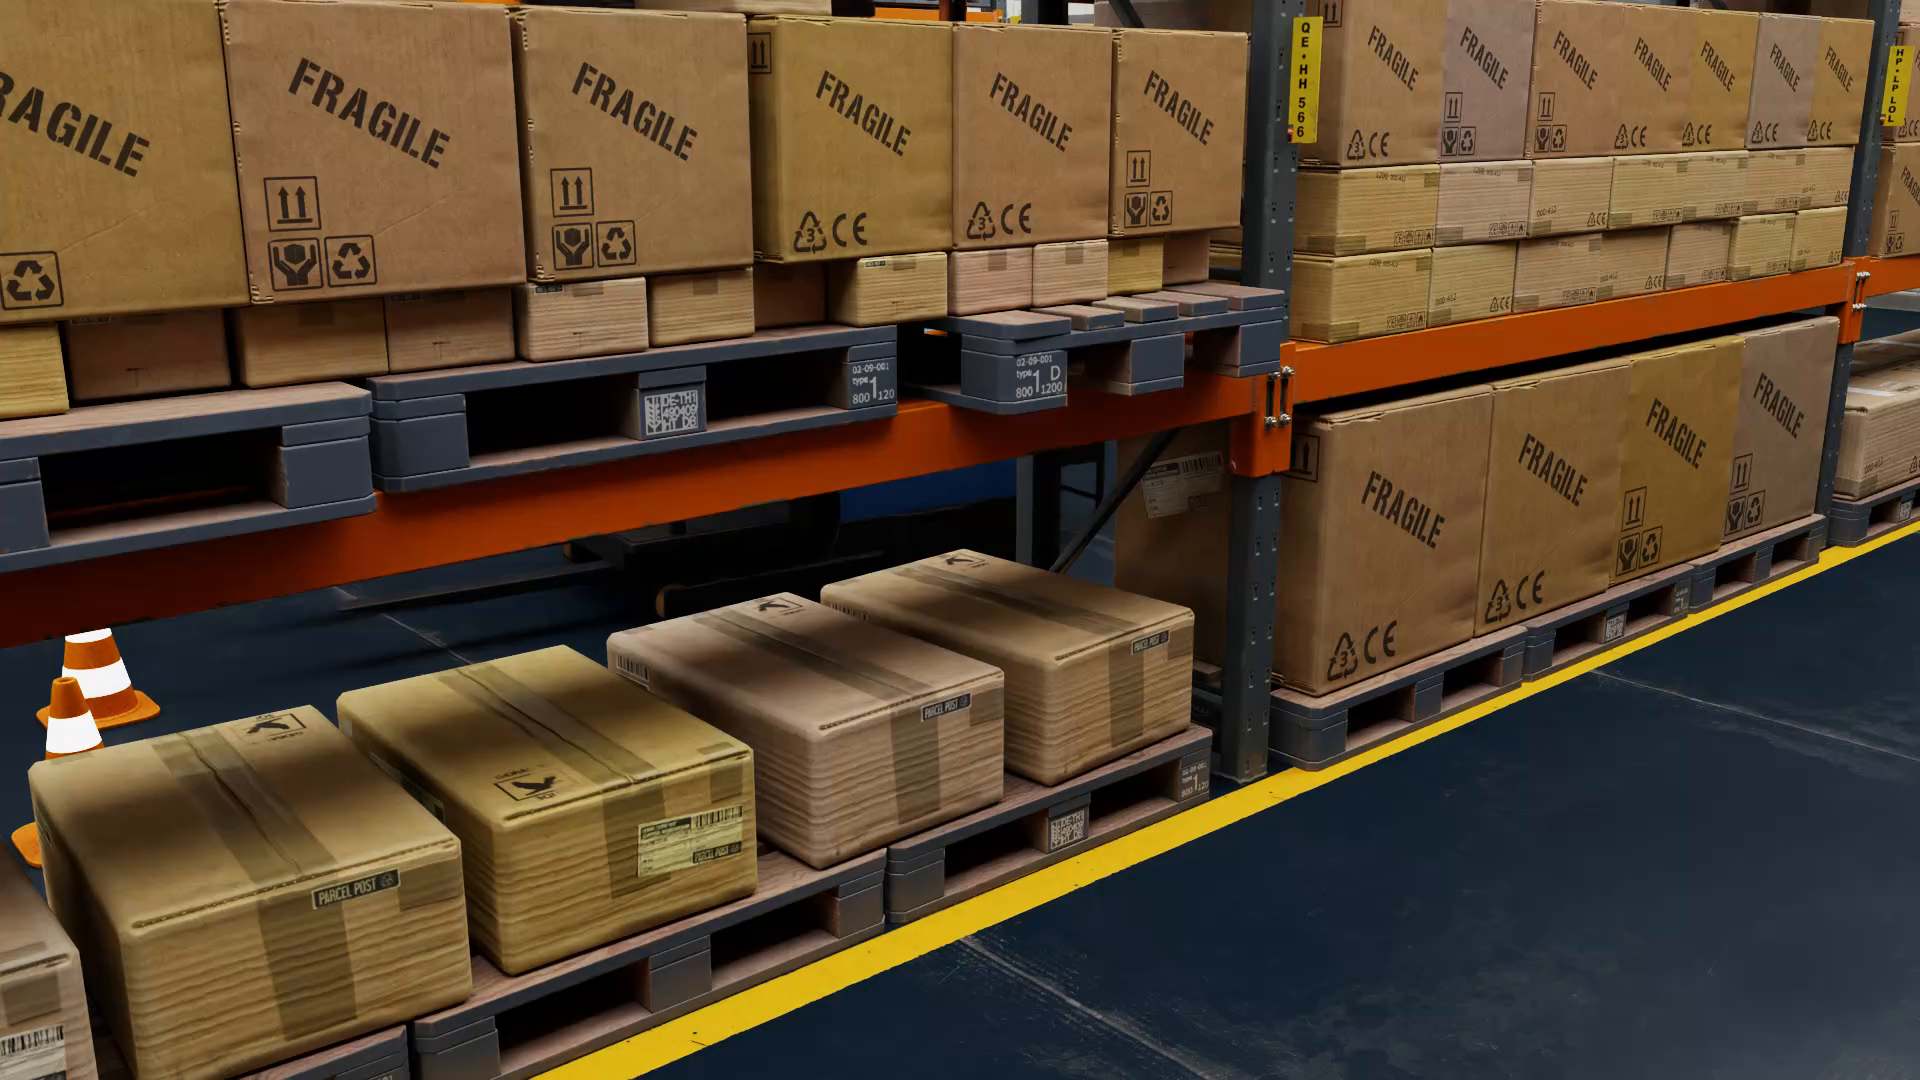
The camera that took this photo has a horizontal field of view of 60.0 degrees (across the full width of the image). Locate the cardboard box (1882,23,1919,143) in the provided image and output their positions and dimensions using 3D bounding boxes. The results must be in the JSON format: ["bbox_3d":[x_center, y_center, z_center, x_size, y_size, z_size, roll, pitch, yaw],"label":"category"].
[{"bbox_3d":[4.095,-2.058,7.511,0.500,0.500,0.500,-12,19,-39],"label":"cardboard box"}]

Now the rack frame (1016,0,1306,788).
[{"bbox_3d":[0.559,-0.816,4.991,0.127,3.000,1.000,-13,19,-39],"label":"rack frame"}]

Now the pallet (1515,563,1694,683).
[{"bbox_3d":[2.123,0.207,6.566,1.213,0.211,1.003,-13,19,-39],"label":"pallet"}]

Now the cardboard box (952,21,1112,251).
[{"bbox_3d":[0.016,-0.990,4.059,0.500,0.500,0.500,-13,20,-40],"label":"cardboard box"}]

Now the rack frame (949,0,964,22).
[{"bbox_3d":[0.251,-2.440,11.071,0.127,3.000,1.000,-13,19,-39],"label":"rack frame"}]

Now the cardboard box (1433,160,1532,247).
[{"bbox_3d":[1.494,-1.110,5.414,0.500,0.250,0.500,-12,19,-38],"label":"cardboard box"}]

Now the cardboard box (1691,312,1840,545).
[{"bbox_3d":[3.162,-0.549,7.296,0.875,0.875,0.875,-12,19,-38],"label":"cardboard box"}]

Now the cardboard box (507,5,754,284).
[{"bbox_3d":[-0.776,-0.812,3.392,0.500,0.500,0.500,-14,20,-42],"label":"cardboard box"}]

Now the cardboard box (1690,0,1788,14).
[{"bbox_3d":[3.600,-2.452,7.729,0.250,0.149,0.380,-13,20,-40],"label":"cardboard box"}]

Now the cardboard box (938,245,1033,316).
[{"bbox_3d":[-0.044,-0.644,4.021,0.250,0.149,0.380,-14,20,-42],"label":"cardboard box"}]

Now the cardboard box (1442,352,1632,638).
[{"bbox_3d":[1.810,-0.243,6.151,0.875,0.875,0.875,-12,19,-39],"label":"cardboard box"}]

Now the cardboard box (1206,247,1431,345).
[{"bbox_3d":[1.094,-0.777,5.137,0.500,0.250,0.500,-13,20,-40],"label":"cardboard box"}]

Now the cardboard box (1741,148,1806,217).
[{"bbox_3d":[3.032,-1.454,6.703,0.500,0.250,0.500,-12,19,-38],"label":"cardboard box"}]

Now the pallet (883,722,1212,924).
[{"bbox_3d":[-0.031,0.664,4.856,1.213,0.211,1.003,-13,19,-39],"label":"pallet"}]

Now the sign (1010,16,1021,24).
[{"bbox_3d":[0.192,-1.483,5.244,0.005,0.325,0.100,-13,19,-39],"label":"sign"}]

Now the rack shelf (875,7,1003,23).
[{"bbox_3d":[-1.420,-4.863,15.725,4.000,0.370,1.077,-13,19,-39],"label":"rack shelf"}]

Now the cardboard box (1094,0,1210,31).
[{"bbox_3d":[0.778,-1.486,5.368,0.500,0.500,0.500,-13,20,-41],"label":"cardboard box"}]

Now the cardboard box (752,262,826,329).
[{"bbox_3d":[-0.515,-0.576,3.769,0.250,0.149,0.380,-12,19,-39],"label":"cardboard box"}]

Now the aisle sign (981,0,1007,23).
[{"bbox_3d":[0.340,-5.310,16.779,0.004,0.787,0.394,-13,19,-39],"label":"aisle sign"}]

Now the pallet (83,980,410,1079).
[{"bbox_3d":[-1.872,1.077,3.309,1.213,0.211,1.003,-13,19,-39],"label":"pallet"}]

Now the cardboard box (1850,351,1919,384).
[{"bbox_3d":[4.796,-0.696,8.692,0.875,0.438,0.875,-13,20,-41],"label":"cardboard box"}]

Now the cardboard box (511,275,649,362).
[{"bbox_3d":[-0.832,-0.467,3.359,0.250,0.149,0.380,-12,19,-37],"label":"cardboard box"}]

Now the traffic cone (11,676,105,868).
[{"bbox_3d":[-2.442,0.605,4.588,0.334,0.463,0.336,-13,19,-39],"label":"traffic cone"}]

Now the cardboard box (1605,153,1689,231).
[{"bbox_3d":[2.270,-1.275,6.033,0.500,0.250,0.500,-12,19,-38],"label":"cardboard box"}]

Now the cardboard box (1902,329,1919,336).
[{"bbox_3d":[6.162,-1.005,9.850,0.875,0.438,0.875,-14,20,-41],"label":"cardboard box"}]

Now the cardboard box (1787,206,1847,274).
[{"bbox_3d":[3.404,-1.296,7.079,0.500,0.250,0.500,-13,20,-41],"label":"cardboard box"}]

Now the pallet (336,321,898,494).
[{"bbox_3d":[-0.907,-0.380,3.730,1.213,0.211,1.003,-13,19,-39],"label":"pallet"}]

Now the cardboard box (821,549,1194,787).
[{"bbox_3d":[0.126,0.345,4.925,0.625,0.372,0.950,-14,21,-43],"label":"cardboard box"}]

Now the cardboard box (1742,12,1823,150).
[{"bbox_3d":[3.019,-1.811,6.586,0.500,0.500,0.500,-12,19,-38],"label":"cardboard box"}]

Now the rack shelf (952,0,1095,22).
[{"bbox_3d":[1.760,-3.880,12.046,4.000,0.370,1.077,-13,19,-39],"label":"rack shelf"}]

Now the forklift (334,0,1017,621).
[{"bbox_3d":[-1.145,-1.235,6.695,3.031,2.935,1.130,-10,18,-32],"label":"forklift"}]

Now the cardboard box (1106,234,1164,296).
[{"bbox_3d":[0.312,-0.736,4.367,0.250,0.149,0.380,-12,19,-39],"label":"cardboard box"}]

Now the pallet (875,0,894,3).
[{"bbox_3d":[-1.385,-5.171,15.656,1.213,0.211,1.003,-13,19,-39],"label":"pallet"}]

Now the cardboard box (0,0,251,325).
[{"bbox_3d":[-1.539,-0.641,2.755,0.500,0.500,0.500,-13,19,-39],"label":"cardboard box"}]

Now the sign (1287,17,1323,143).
[{"bbox_3d":[0.923,-1.233,4.462,0.005,0.325,0.100,-13,19,-39],"label":"sign"}]

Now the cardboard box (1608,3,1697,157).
[{"bbox_3d":[2.243,-1.638,5.940,0.500,0.500,0.500,-12,19,-38],"label":"cardboard box"}]

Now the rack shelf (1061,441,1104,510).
[{"bbox_3d":[0.364,-0.385,7.889,0.480,0.518,0.431,-10,18,-32],"label":"rack shelf"}]

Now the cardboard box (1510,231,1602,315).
[{"bbox_3d":[1.869,-0.955,5.804,0.500,0.250,0.500,-12,19,-38],"label":"cardboard box"}]

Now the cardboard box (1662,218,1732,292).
[{"bbox_3d":[2.626,-1.128,6.451,0.500,0.250,0.500,-13,20,-41],"label":"cardboard box"}]

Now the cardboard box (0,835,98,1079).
[{"bbox_3d":[-2.064,0.839,3.074,0.625,0.372,0.950,-12,19,-39],"label":"cardboard box"}]

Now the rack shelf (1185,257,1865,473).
[{"bbox_3d":[2.068,-0.807,6.352,4.000,0.370,1.077,-13,19,-39],"label":"rack shelf"}]

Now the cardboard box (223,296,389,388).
[{"bbox_3d":[-1.255,-0.391,3.073,0.250,0.149,0.380,-12,19,-39],"label":"cardboard box"}]

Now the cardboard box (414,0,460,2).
[{"bbox_3d":[-1.119,-1.061,3.070,0.250,0.149,0.380,-11,19,-36],"label":"cardboard box"}]

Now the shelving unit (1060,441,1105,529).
[{"bbox_3d":[0.364,-1.075,7.705,0.503,2.100,0.431,-10,18,-32],"label":"shelving unit"}]

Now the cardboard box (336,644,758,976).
[{"bbox_3d":[-1.001,0.599,3.974,0.625,0.372,0.950,-12,19,-38],"label":"cardboard box"}]

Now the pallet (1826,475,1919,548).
[{"bbox_3d":[4.202,-0.260,8.313,1.213,0.211,1.003,-13,19,-39],"label":"pallet"}]

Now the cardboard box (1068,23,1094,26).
[{"bbox_3d":[0.751,-3.144,11.000,0.500,0.500,0.500,-12,19,-38],"label":"cardboard box"}]

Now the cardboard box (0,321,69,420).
[{"bbox_3d":[-1.640,-0.292,2.705,0.250,0.149,0.380,-12,19,-38],"label":"cardboard box"}]

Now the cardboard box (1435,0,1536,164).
[{"bbox_3d":[1.460,-1.469,5.305,0.500,0.500,0.500,-13,19,-39],"label":"cardboard box"}]
